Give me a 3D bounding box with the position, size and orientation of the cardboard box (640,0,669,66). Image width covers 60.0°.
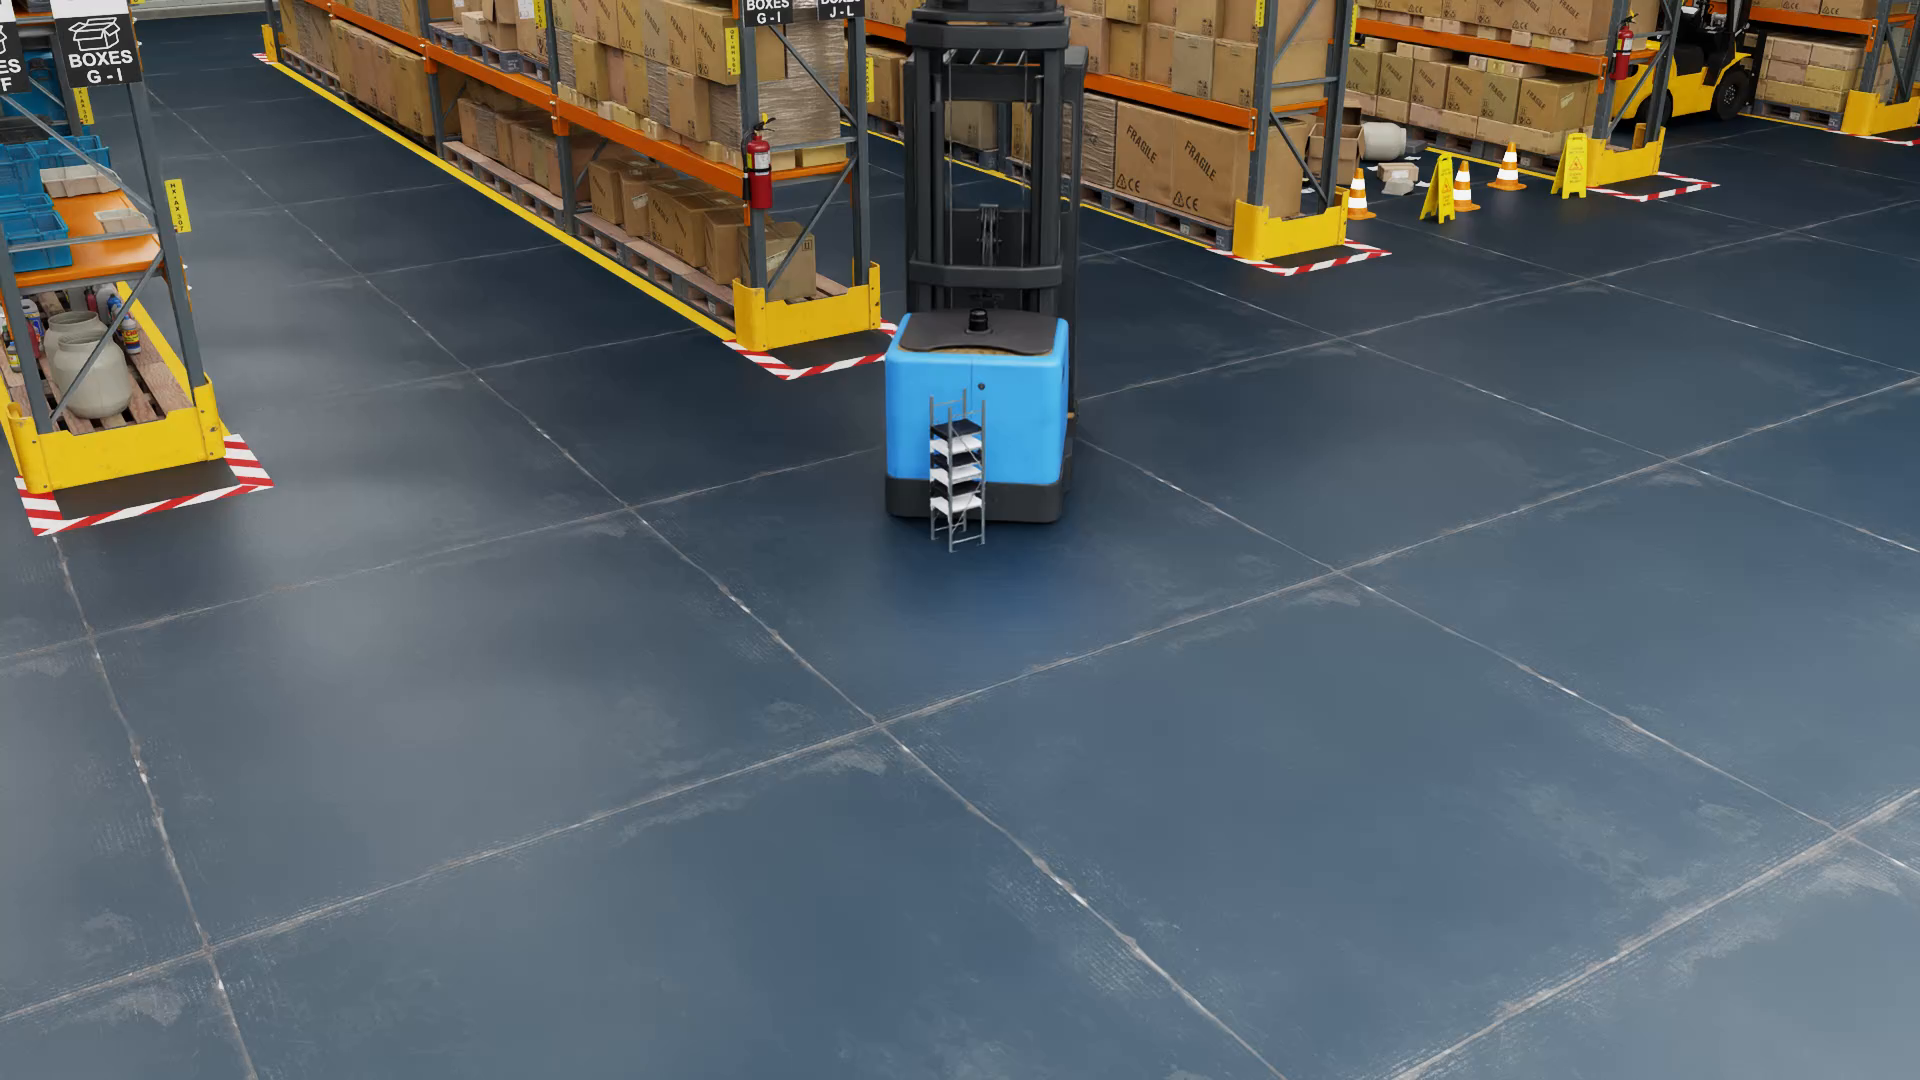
[{"bbox_3d":[-2.211,-4.095,13.274,0.500,0.500,0.500,-16,29,-30],"label":"cardboard box"}]

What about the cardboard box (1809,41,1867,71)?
[{"bbox_3d":[10.793,-5.925,20.346,0.500,0.250,0.500,-14,29,-28],"label":"cardboard box"}]

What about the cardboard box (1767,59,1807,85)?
[{"bbox_3d":[10.513,-5.890,20.857,0.500,0.250,0.500,-16,30,-30],"label":"cardboard box"}]

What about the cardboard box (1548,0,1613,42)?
[{"bbox_3d":[6.621,-5.586,17.604,0.500,0.500,0.500,-16,30,-30],"label":"cardboard box"}]

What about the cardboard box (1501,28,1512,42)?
[{"bbox_3d":[6.224,-5.618,18.431,0.380,0.149,0.250,-15,29,-29],"label":"cardboard box"}]

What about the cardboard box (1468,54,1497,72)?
[{"bbox_3d":[5.959,-5.382,18.728,0.380,0.149,0.250,-14,29,-27],"label":"cardboard box"}]

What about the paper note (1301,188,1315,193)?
[{"bbox_3d":[3.646,-3.685,17.522,0.144,0.017,0.142,-6,26,-12],"label":"paper note"}]

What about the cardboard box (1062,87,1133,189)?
[{"bbox_3d":[1.653,-4.184,17.096,0.875,0.875,0.875,-15,29,-29],"label":"cardboard box"}]

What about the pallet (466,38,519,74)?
[{"bbox_3d":[-4.407,-5.043,17.144,1.003,0.211,1.213,-16,29,-30],"label":"pallet"}]

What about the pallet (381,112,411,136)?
[{"bbox_3d":[-6.551,-5.303,20.736,1.003,0.211,1.213,-16,29,-30],"label":"pallet"}]

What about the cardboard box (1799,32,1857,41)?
[{"bbox_3d":[10.926,-6.227,20.985,0.500,0.250,0.500,-15,29,-29],"label":"cardboard box"}]

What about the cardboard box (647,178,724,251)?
[{"bbox_3d":[-2.430,-2.898,14.812,0.500,0.500,0.500,-19,31,-34],"label":"cardboard box"}]

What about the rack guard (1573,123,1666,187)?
[{"bbox_3d":[7.107,-4.173,18.005,1.175,0.500,0.348,-16,29,-30],"label":"rack guard"}]

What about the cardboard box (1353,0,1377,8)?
[{"bbox_3d":[4.972,-6.665,19.889,0.500,0.500,0.500,-16,29,-30],"label":"cardboard box"}]

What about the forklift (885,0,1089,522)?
[{"bbox_3d":[0.228,-2.026,10.607,1.130,2.935,3.031,3,25,6],"label":"forklift"}]

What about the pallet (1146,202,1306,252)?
[{"bbox_3d":[2.554,-3.094,16.056,1.003,0.211,1.213,-16,29,-30],"label":"pallet"}]

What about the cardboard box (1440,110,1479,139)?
[{"bbox_3d":[5.915,-4.823,19.181,0.500,0.250,0.500,-17,30,-31],"label":"cardboard box"}]

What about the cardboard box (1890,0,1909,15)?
[{"bbox_3d":[11.268,-6.722,20.358,0.500,0.500,0.500,-14,29,-28],"label":"cardboard box"}]

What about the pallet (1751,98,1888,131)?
[{"bbox_3d":[10.853,-5.438,21.021,1.003,0.211,1.213,-16,29,-30],"label":"pallet"}]

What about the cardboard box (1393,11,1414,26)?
[{"bbox_3d":[5.326,-6.144,19.545,0.380,0.149,0.250,-15,29,-28],"label":"cardboard box"}]

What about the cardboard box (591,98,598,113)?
[{"bbox_3d":[-3.043,-3.875,14.738,0.380,0.149,0.250,-16,29,-30],"label":"cardboard box"}]

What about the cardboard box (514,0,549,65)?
[{"bbox_3d":[-3.655,-5.176,16.006,1.000,1.000,1.000,-15,29,-29],"label":"cardboard box"}]

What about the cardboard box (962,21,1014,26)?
[{"bbox_3d":[0.364,-5.687,18.166,0.500,0.500,0.500,-16,29,-30],"label":"cardboard box"}]

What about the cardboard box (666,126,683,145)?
[{"bbox_3d":[-2.179,-3.351,13.628,0.380,0.149,0.250,-16,29,-30],"label":"cardboard box"}]

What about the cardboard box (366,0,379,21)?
[{"bbox_3d":[-6.829,-6.539,19.972,0.500,0.500,0.500,-15,29,-29],"label":"cardboard box"}]

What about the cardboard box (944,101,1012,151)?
[{"bbox_3d":[0.458,-4.891,18.741,1.050,0.750,0.750,-16,29,-30],"label":"cardboard box"}]

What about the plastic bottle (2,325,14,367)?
[{"bbox_3d":[-6.753,-1.376,11.817,0.061,0.283,0.133,-15,29,-28],"label":"plastic bottle"}]

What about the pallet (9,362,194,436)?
[{"bbox_3d":[-5.824,-0.860,11.324,1.003,0.211,1.213,-16,29,-30],"label":"pallet"}]

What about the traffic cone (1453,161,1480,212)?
[{"bbox_3d":[5.088,-3.602,16.839,0.336,0.463,0.334,-16,29,-30],"label":"traffic cone"}]

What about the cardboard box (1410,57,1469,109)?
[{"bbox_3d":[5.644,-5.344,19.408,0.500,0.500,0.500,-14,29,-27],"label":"cardboard box"}]

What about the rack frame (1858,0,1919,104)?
[{"bbox_3d":[11.305,-6.435,19.867,1.000,3.000,0.127,-16,29,-30],"label":"rack frame"}]

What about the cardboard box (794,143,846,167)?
[{"bbox_3d":[-1.110,-3.011,12.909,0.380,0.149,0.250,-16,29,-30],"label":"cardboard box"}]

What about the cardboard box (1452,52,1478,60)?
[{"bbox_3d":[6.071,-5.480,19.695,0.500,0.500,0.500,-14,29,-27],"label":"cardboard box"}]

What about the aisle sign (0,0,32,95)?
[{"bbox_3d":[-5.514,-2.894,9.320,0.394,0.787,0.004,-16,29,-30],"label":"aisle sign"}]

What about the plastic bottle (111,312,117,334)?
[{"bbox_3d":[-6.329,-1.661,12.518,0.097,0.201,0.097,0,25,0],"label":"plastic bottle"}]

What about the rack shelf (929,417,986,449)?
[{"bbox_3d":[-0.014,-0.607,9.426,0.258,0.077,0.200,-15,29,-28],"label":"rack shelf"}]

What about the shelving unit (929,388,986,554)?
[{"bbox_3d":[-0.014,-0.393,9.527,0.258,0.900,0.210,-15,29,-28],"label":"shelving unit"}]

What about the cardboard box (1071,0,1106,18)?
[{"bbox_3d":[1.623,-5.539,16.529,0.875,0.550,0.550,-16,29,-30],"label":"cardboard box"}]

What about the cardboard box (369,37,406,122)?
[{"bbox_3d":[-6.361,-5.630,20.159,1.225,0.875,0.875,-15,29,-29],"label":"cardboard box"}]

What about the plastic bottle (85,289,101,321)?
[{"bbox_3d":[-6.617,-1.783,12.679,0.061,0.283,0.133,-16,29,-30],"label":"plastic bottle"}]

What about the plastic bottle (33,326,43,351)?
[{"bbox_3d":[-6.770,-1.483,12.140,0.097,0.201,0.097,0,25,0],"label":"plastic bottle"}]

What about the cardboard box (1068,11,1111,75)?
[{"bbox_3d":[1.599,-5.044,16.746,0.875,0.550,0.550,-16,29,-30],"label":"cardboard box"}]

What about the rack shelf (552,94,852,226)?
[{"bbox_3d":[-2.246,-3.357,14.191,1.077,0.370,4.000,-16,29,-30],"label":"rack shelf"}]

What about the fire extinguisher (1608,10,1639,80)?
[{"bbox_3d":[6.825,-5.093,17.116,0.296,0.674,0.183,-16,29,-30],"label":"fire extinguisher"}]

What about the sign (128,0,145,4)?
[{"bbox_3d":[-4.841,-3.300,9.703,0.100,0.325,0.005,-16,29,-30],"label":"sign"}]

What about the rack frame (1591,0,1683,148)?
[{"bbox_3d":[7.148,-5.277,17.414,1.000,3.000,0.127,-16,29,-30],"label":"rack frame"}]

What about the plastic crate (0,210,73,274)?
[{"bbox_3d":[-5.828,-1.855,10.340,0.499,0.251,0.616,-16,29,-30],"label":"plastic crate"}]

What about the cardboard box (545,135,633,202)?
[{"bbox_3d":[-3.655,-3.691,16.468,0.700,0.500,0.500,-18,31,-33],"label":"cardboard box"}]

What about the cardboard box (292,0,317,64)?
[{"bbox_3d":[-8.976,-7.383,23.873,0.875,0.875,0.875,-16,29,-30],"label":"cardboard box"}]

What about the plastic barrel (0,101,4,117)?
[{"bbox_3d":[-7.827,-3.698,13.911,0.433,0.535,0.433,0,25,0],"label":"plastic barrel"}]

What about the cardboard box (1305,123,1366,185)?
[{"bbox_3d":[4.068,-4.186,18.028,0.637,0.503,0.797,7,26,15],"label":"cardboard box"}]

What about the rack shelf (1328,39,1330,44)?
[{"bbox_3d":[3.873,-7.097,22.113,1.077,0.370,4.000,-16,29,-30],"label":"rack shelf"}]

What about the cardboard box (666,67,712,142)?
[{"bbox_3d":[-1.805,-3.501,13.187,0.875,0.500,0.500,-16,29,-30],"label":"cardboard box"}]
